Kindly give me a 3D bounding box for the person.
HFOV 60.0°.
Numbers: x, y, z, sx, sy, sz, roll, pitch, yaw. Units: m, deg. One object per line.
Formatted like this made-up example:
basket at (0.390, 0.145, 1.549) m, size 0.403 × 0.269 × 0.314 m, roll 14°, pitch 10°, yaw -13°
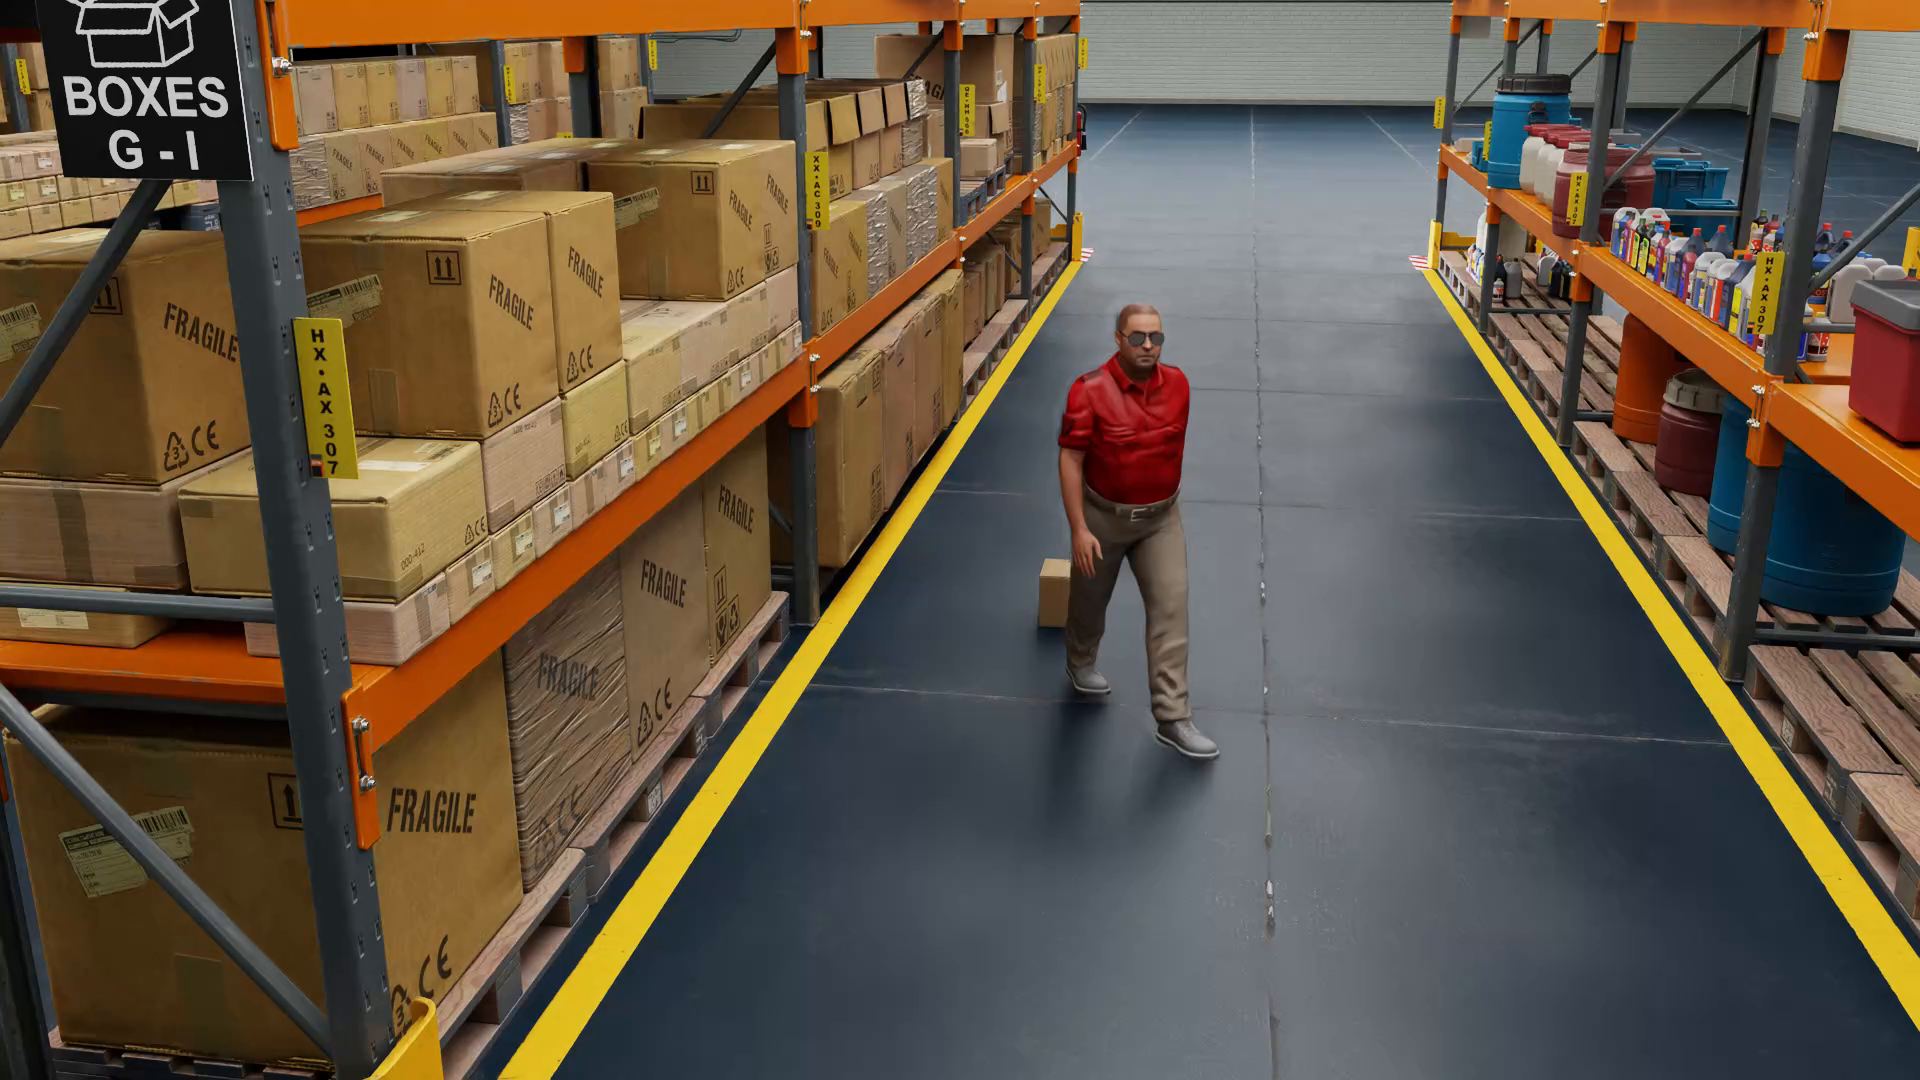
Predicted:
person at (0.644, -0.081, 6.319) m, size 0.570 × 1.653 × 1.041 m, roll -4°, pitch 18°, yaw -14°
